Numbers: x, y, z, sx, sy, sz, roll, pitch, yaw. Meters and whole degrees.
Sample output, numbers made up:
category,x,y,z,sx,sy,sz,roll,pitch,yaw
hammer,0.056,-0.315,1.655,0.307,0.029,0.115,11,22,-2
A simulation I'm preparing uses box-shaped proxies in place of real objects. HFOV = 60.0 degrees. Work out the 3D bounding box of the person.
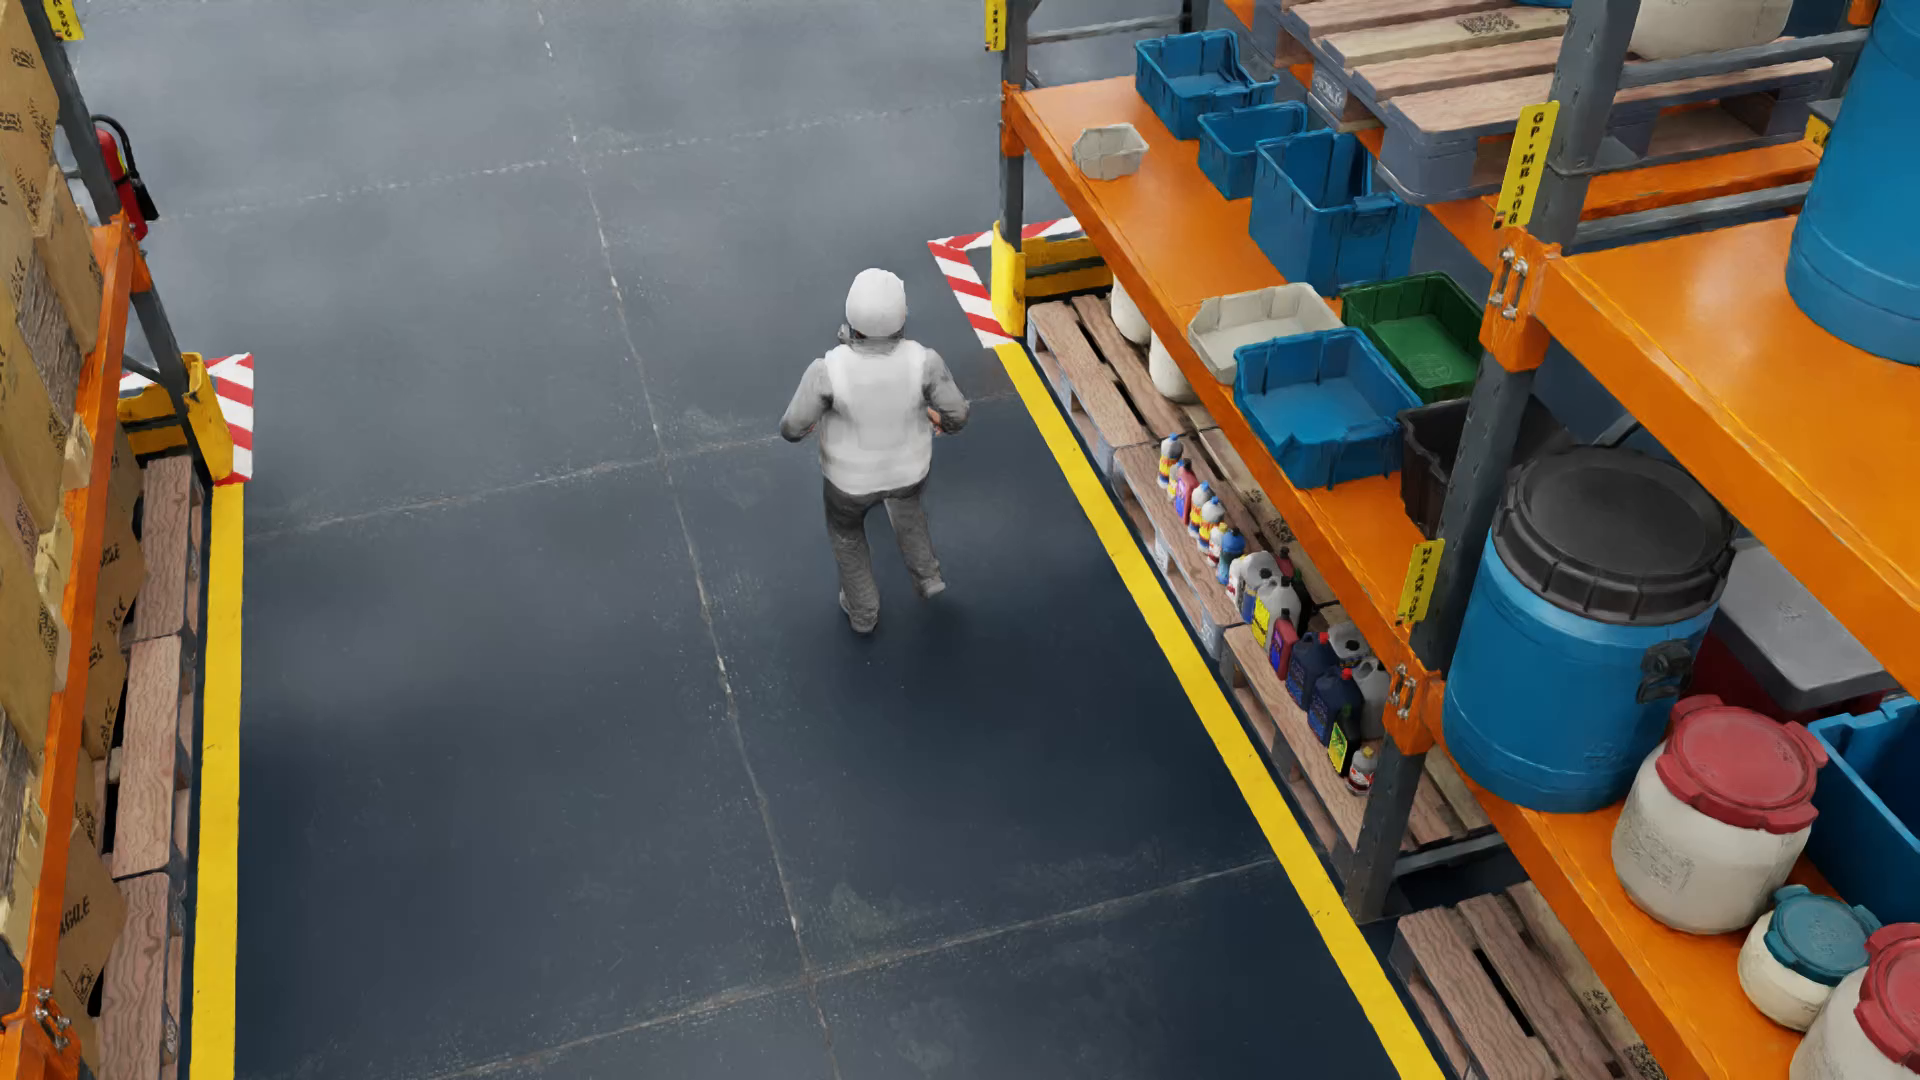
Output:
category,x,y,z,sx,sy,sz,roll,pitch,yaw
person,-0.358,-0.347,6.551,0.716,1.747,0.504,-13,44,-14
